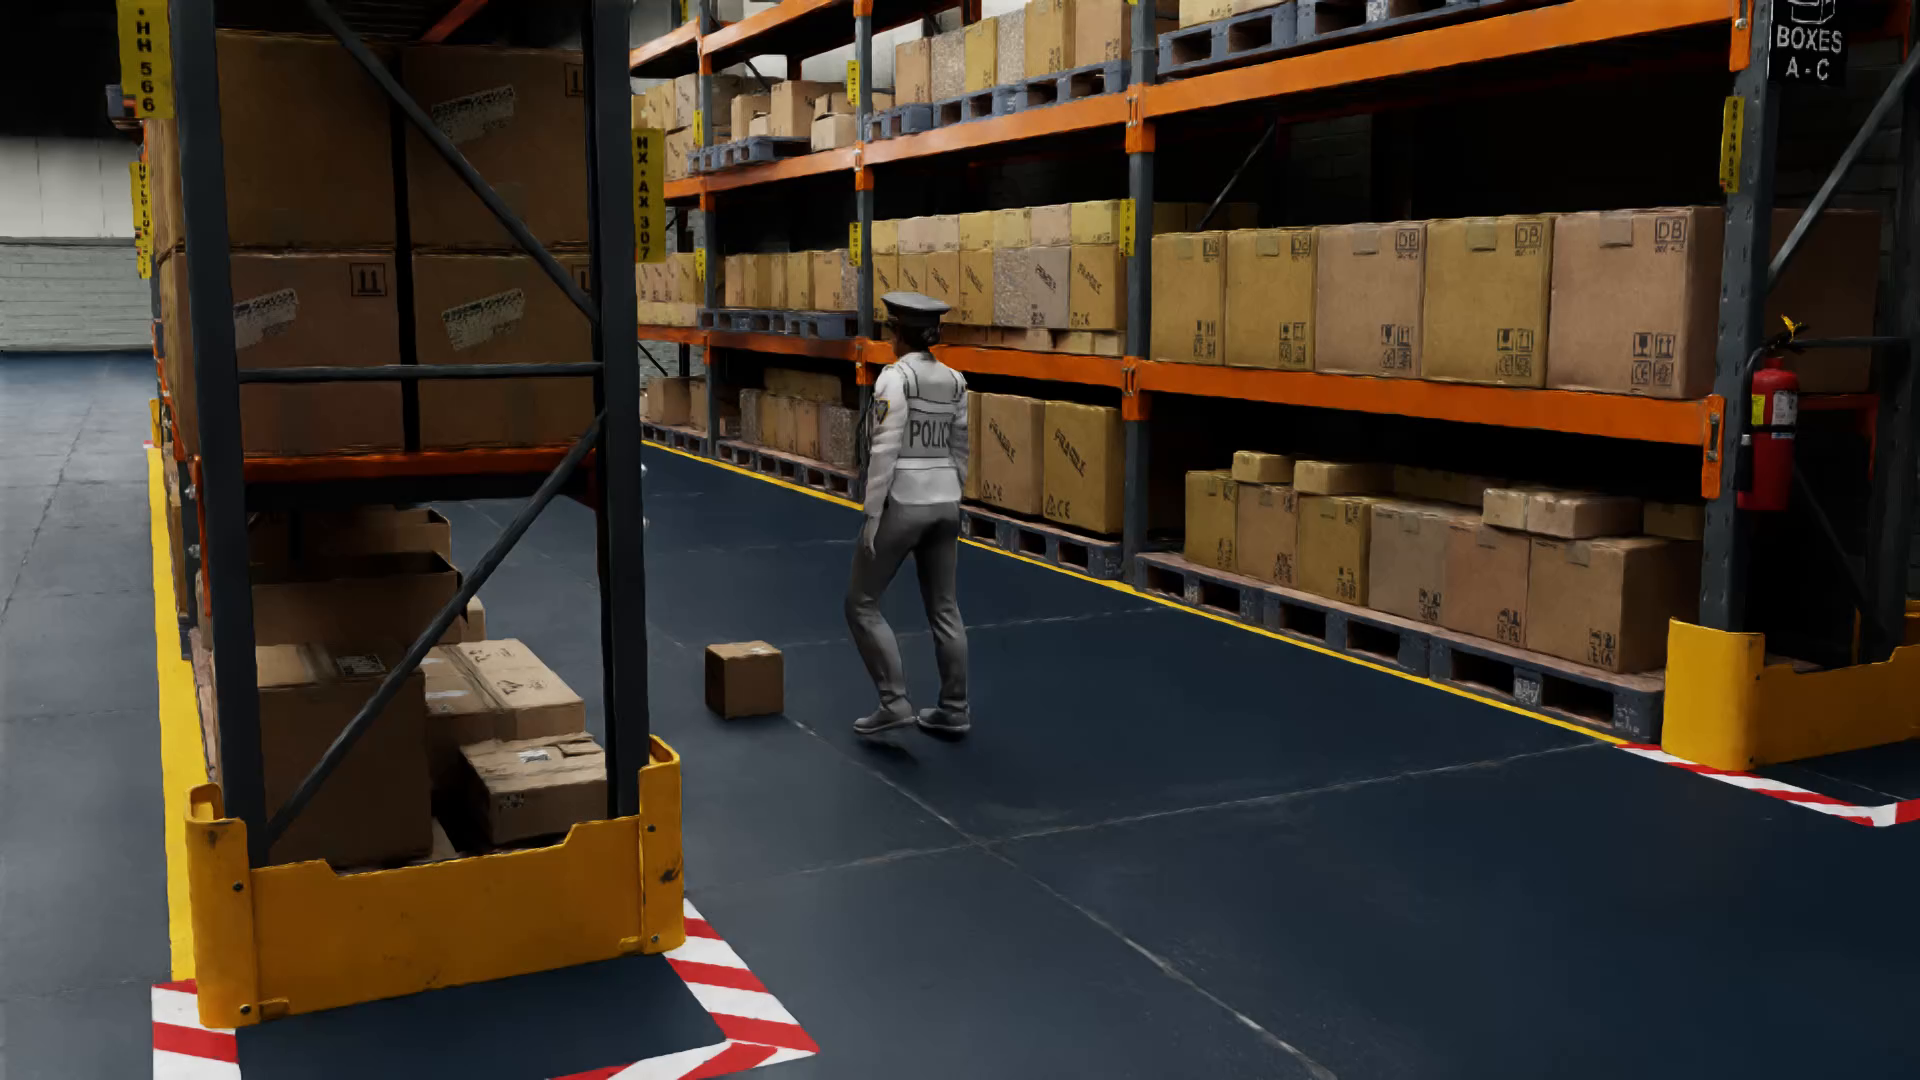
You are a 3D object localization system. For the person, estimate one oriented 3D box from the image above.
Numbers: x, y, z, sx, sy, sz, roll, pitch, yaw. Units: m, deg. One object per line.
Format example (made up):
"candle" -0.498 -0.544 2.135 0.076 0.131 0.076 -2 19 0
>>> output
"person" -0.176 -0.083 6.253 0.360 1.669 0.560 7 11 39
